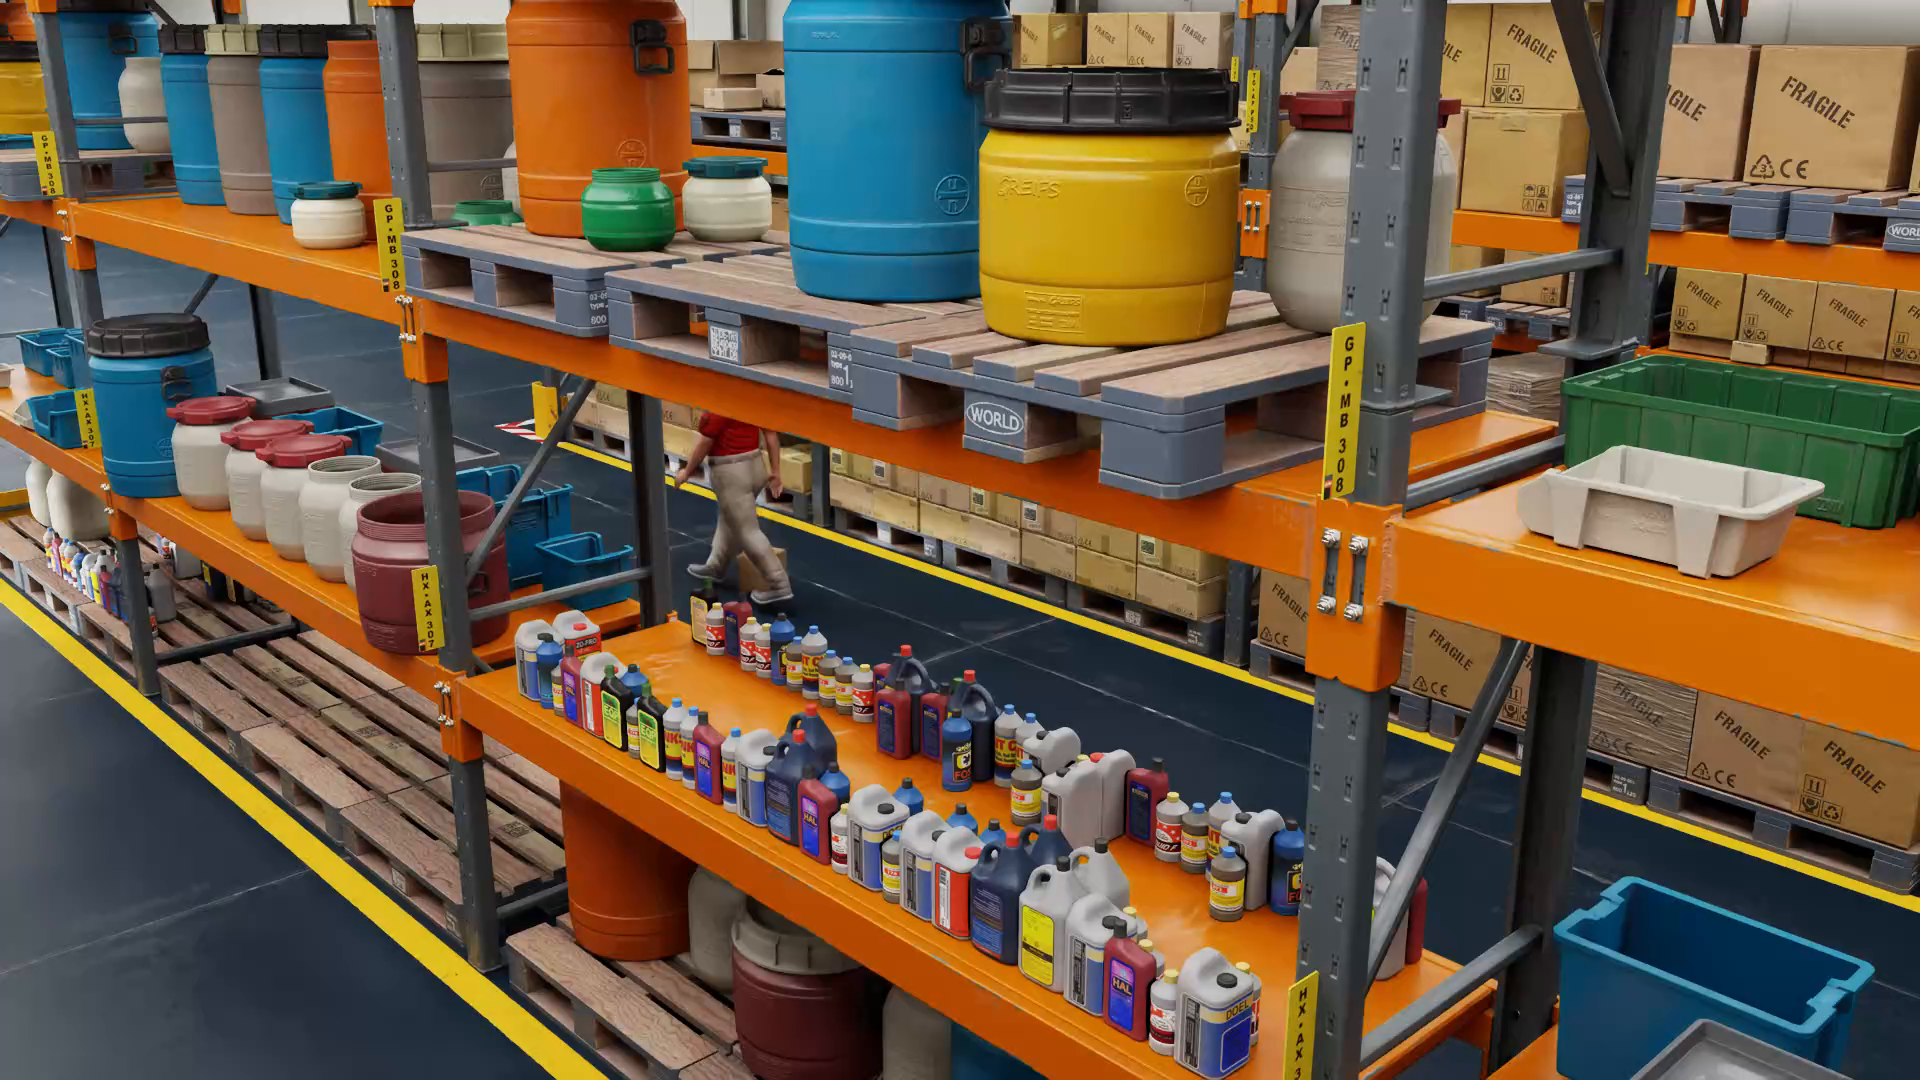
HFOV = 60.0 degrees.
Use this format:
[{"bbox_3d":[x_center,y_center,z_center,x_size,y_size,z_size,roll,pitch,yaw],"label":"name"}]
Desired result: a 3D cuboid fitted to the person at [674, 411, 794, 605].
[{"bbox_3d":[-1.513,-0.441,10.977,1.067,1.665,0.563,11,20,31],"label":"person"}]
